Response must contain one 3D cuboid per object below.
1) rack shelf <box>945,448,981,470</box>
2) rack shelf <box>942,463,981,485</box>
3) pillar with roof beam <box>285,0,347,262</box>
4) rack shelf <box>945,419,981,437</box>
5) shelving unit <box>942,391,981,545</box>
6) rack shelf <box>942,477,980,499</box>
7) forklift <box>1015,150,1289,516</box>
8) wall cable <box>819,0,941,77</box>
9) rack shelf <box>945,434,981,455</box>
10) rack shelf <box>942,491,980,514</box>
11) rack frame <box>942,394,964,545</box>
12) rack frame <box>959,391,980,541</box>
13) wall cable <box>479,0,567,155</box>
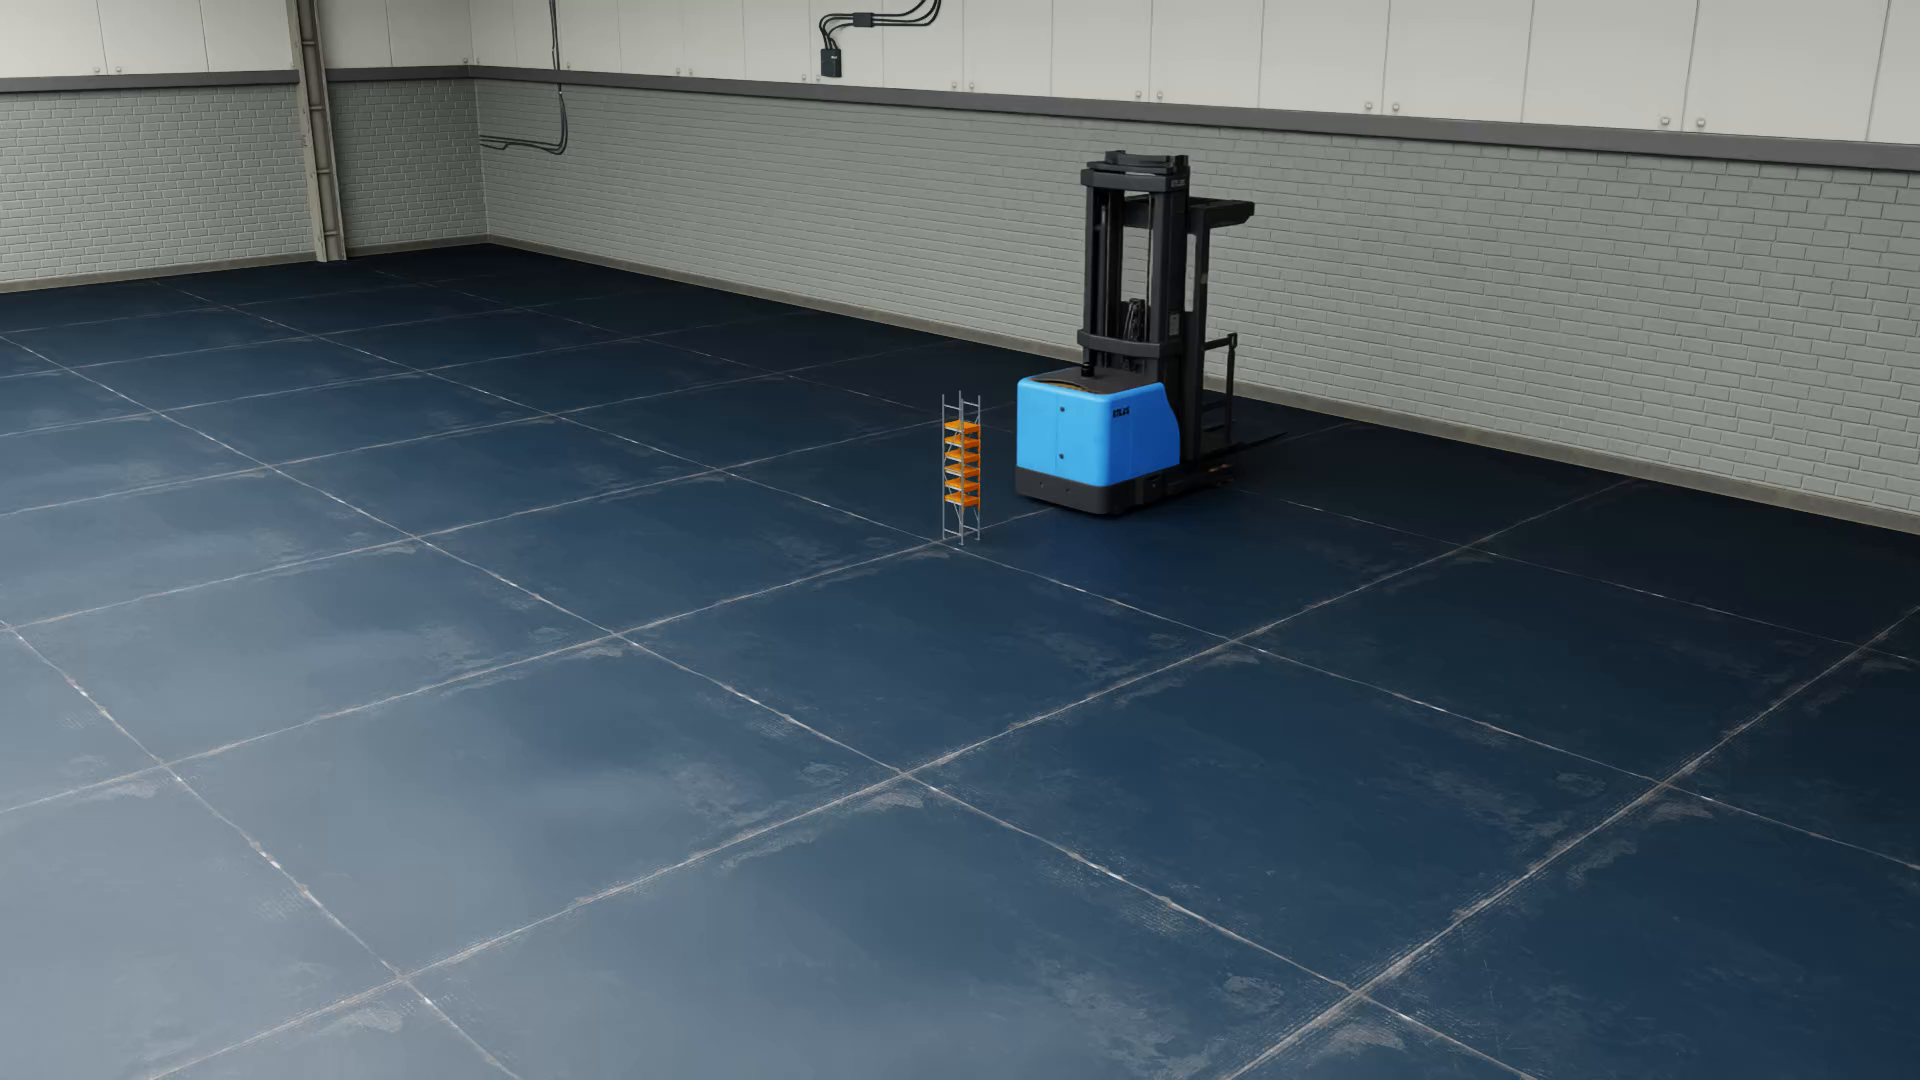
[{"bbox_3d":[0.011,-0.646,13.286,0.180,0.103,0.258,-16,24,-41],"label":"rack shelf"},{"bbox_3d":[0.011,-0.532,13.323,0.180,0.103,0.258,-16,24,-41],"label":"rack shelf"},{"bbox_3d":[-7.646,-8.040,23.693,0.400,9.000,9.100,-16,24,-41],"label":"pillar with roof beam"},{"bbox_3d":[0.011,-0.874,13.212,0.180,0.103,0.258,-16,24,-41],"label":"rack shelf"},{"bbox_3d":[0.011,-0.574,13.309,0.189,1.200,0.258,-16,24,-41],"label":"shelving unit"},{"bbox_3d":[0.011,-0.417,13.360,0.180,0.103,0.258,-16,24,-41],"label":"rack shelf"},{"bbox_3d":[1.871,-1.972,14.814,1.130,2.935,3.031,17,24,42],"label":"forklift"},{"bbox_3d":[-1.043,-8.820,20.583,0.169,6.003,2.305,-16,24,-41],"label":"wall cable"},{"bbox_3d":[0.011,-0.760,13.249,0.180,0.103,0.258,-16,24,-41],"label":"rack shelf"},{"bbox_3d":[0.011,-0.303,13.397,0.180,0.103,0.258,-16,24,-41],"label":"rack shelf"},{"bbox_3d":[-0.056,-0.554,13.249,0.006,1.200,0.240,-16,24,-41],"label":"rack frame"},{"bbox_3d":[0.077,-0.593,13.369,0.006,1.200,0.240,-16,24,-41],"label":"rack frame"},{"bbox_3d":[-7.554,-7.856,28.159,0.112,2.526,3.097,-16,24,-41],"label":"wall cable"}]
